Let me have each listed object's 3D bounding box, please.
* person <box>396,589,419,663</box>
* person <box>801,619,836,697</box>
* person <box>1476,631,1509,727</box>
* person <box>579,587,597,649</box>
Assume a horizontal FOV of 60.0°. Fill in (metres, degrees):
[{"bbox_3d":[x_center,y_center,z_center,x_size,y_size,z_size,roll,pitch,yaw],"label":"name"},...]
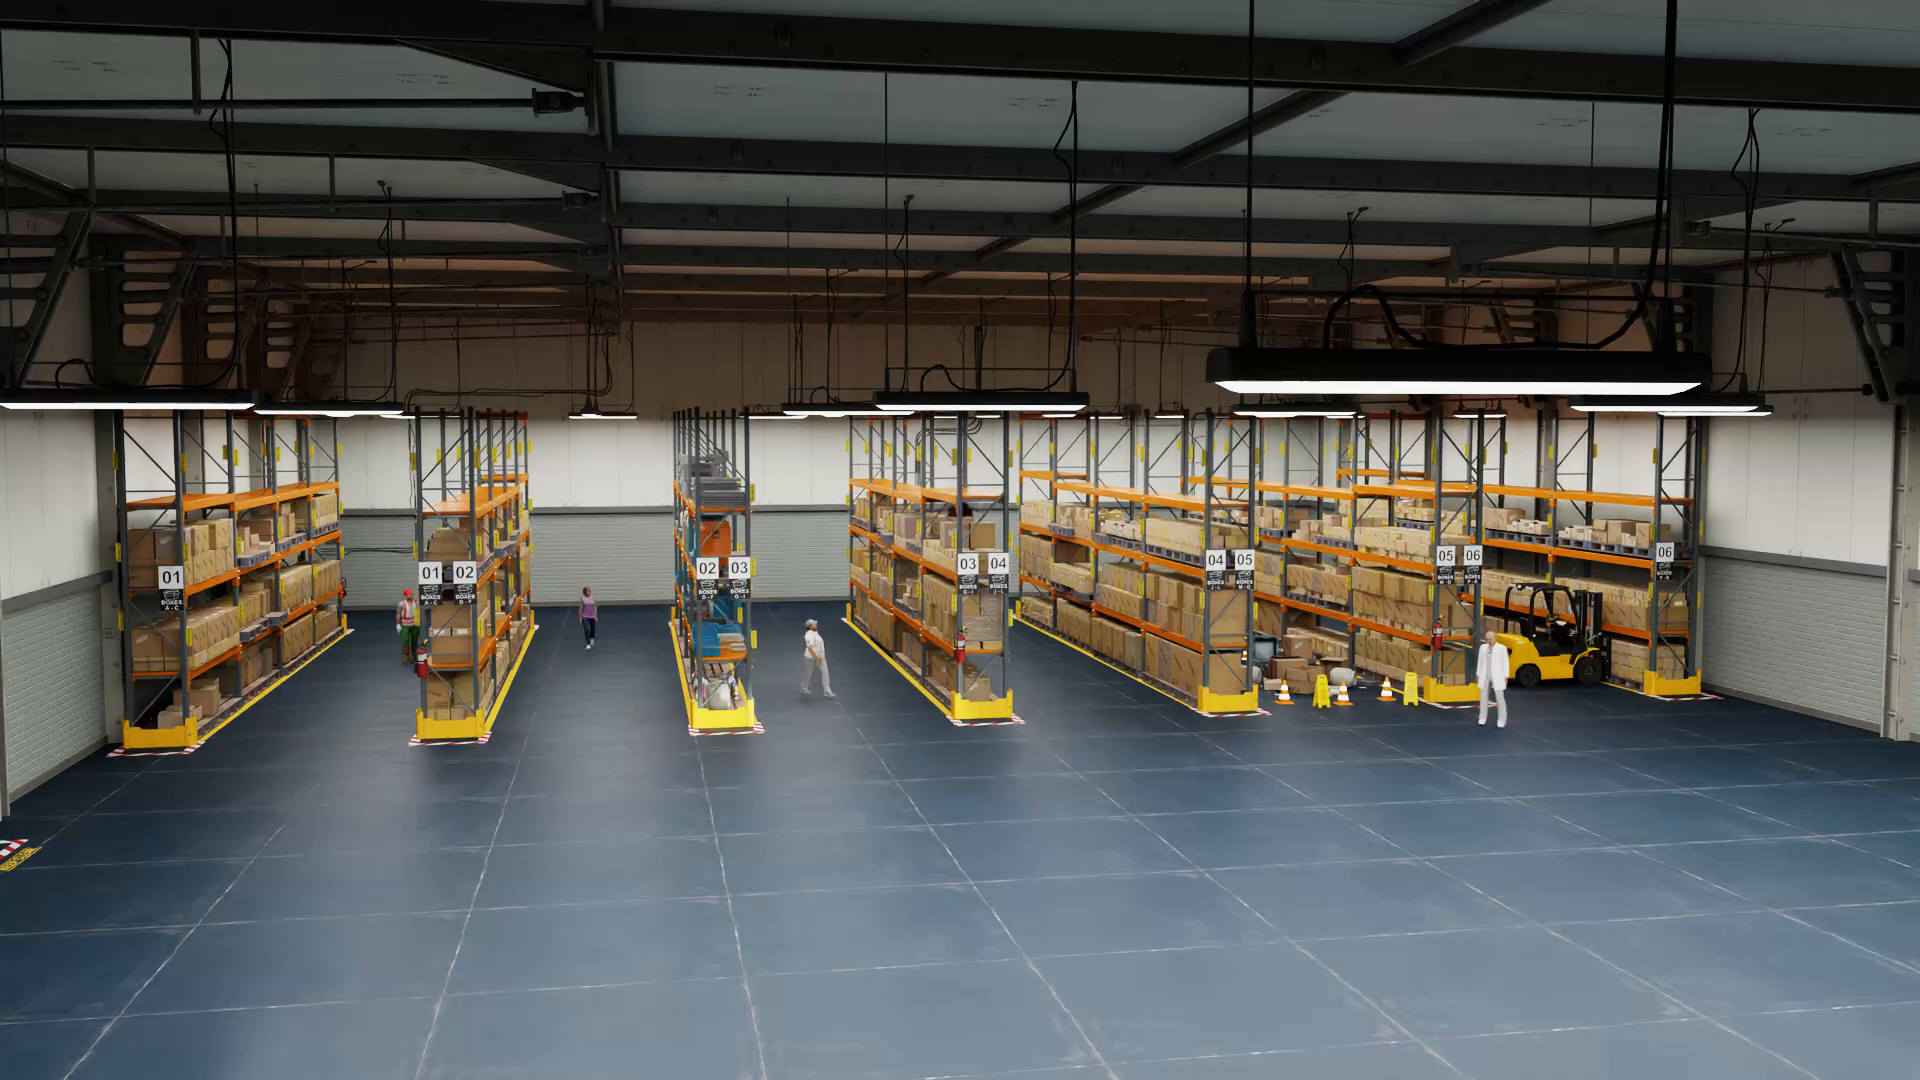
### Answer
[{"bbox_3d":[-13.034,2.023,39.444,0.651,1.730,1.060,-1,4,-14],"label":"person"},{"bbox_3d":[-2.997,2.449,34.633,0.493,1.593,0.992,-3,5,-33],"label":"person"},{"bbox_3d":[9.999,2.666,31.330,0.638,1.647,0.420,4,5,42],"label":"person"},{"bbox_3d":[-9.385,1.955,41.938,0.448,1.544,0.703,-1,4,-17],"label":"person"}]
